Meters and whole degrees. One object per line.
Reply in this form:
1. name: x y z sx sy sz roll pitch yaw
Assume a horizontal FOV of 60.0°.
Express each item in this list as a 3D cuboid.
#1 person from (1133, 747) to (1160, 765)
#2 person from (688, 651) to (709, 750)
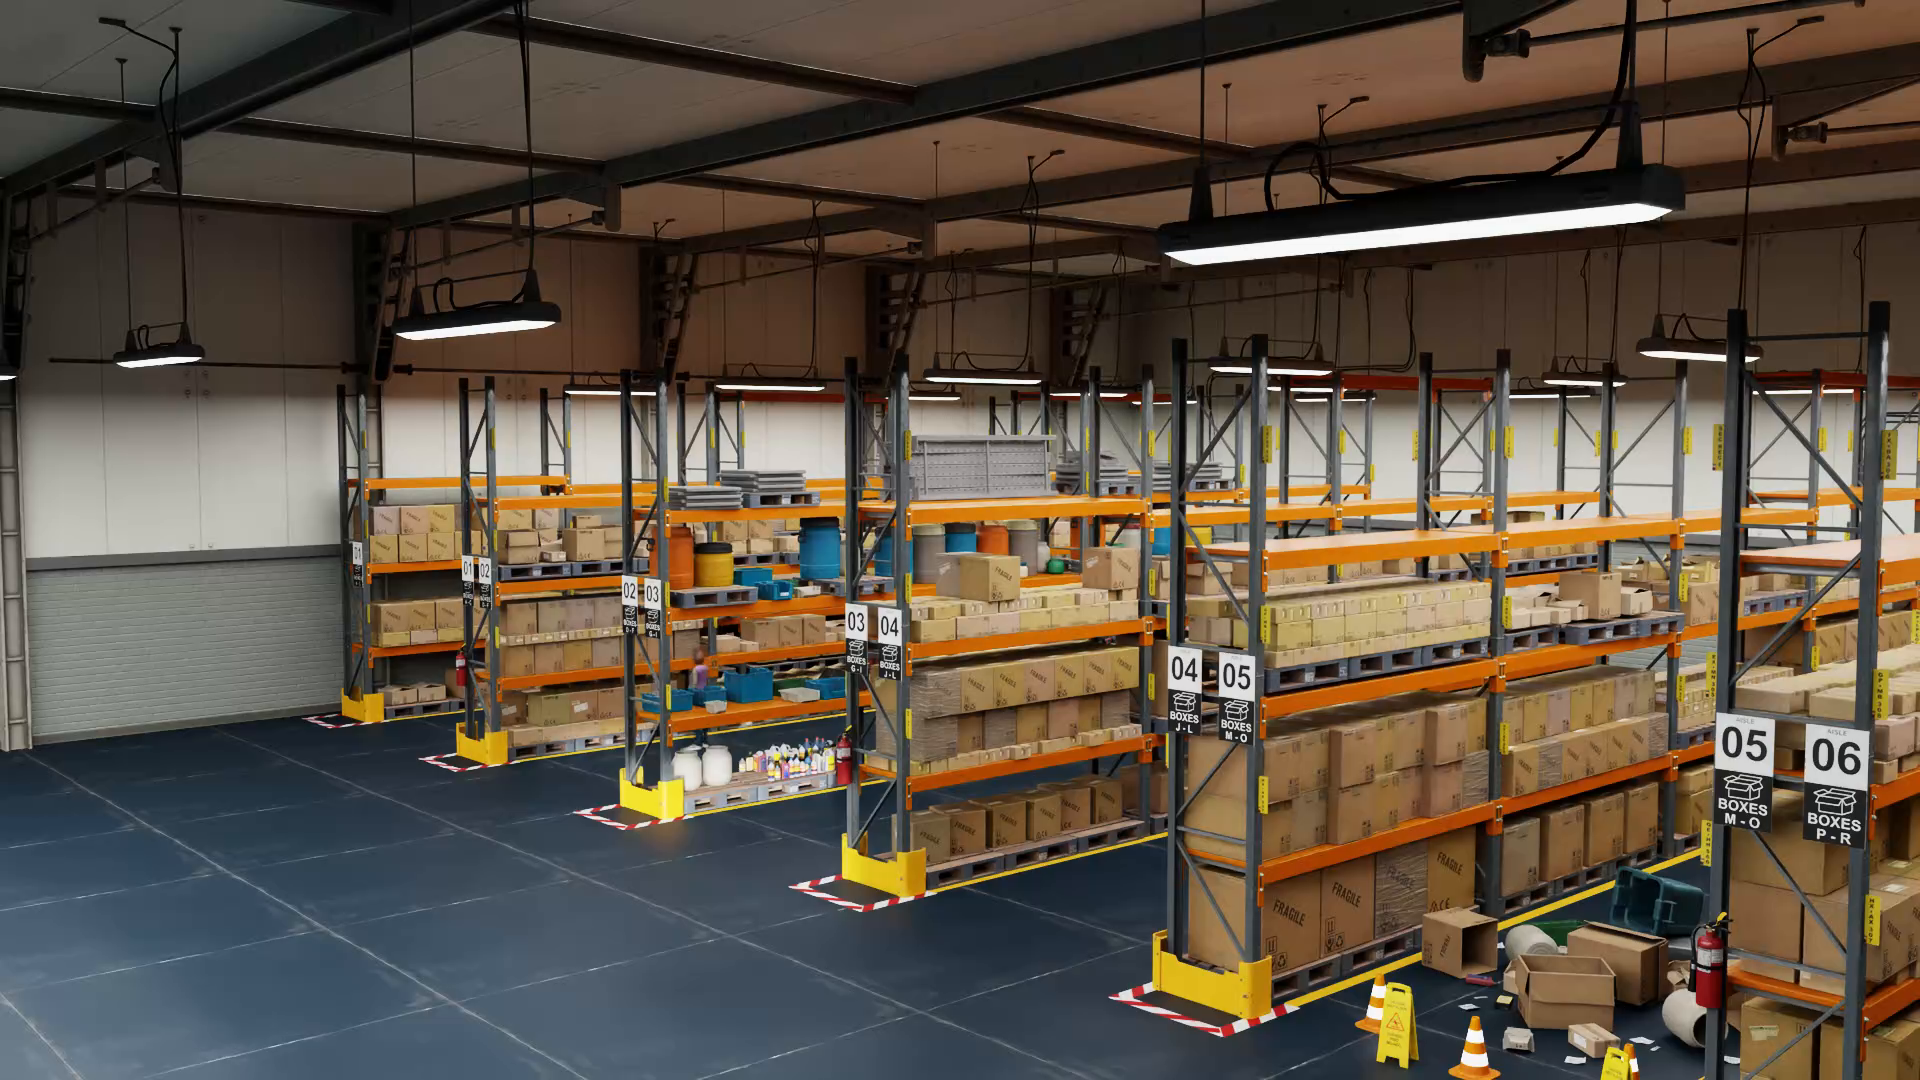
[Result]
1. person: 2.695 2.682 24.486 0.523 1.798 0.604 2 4 28
2. person: -4.246 2.589 26.934 0.391 1.601 0.468 2 4 23
